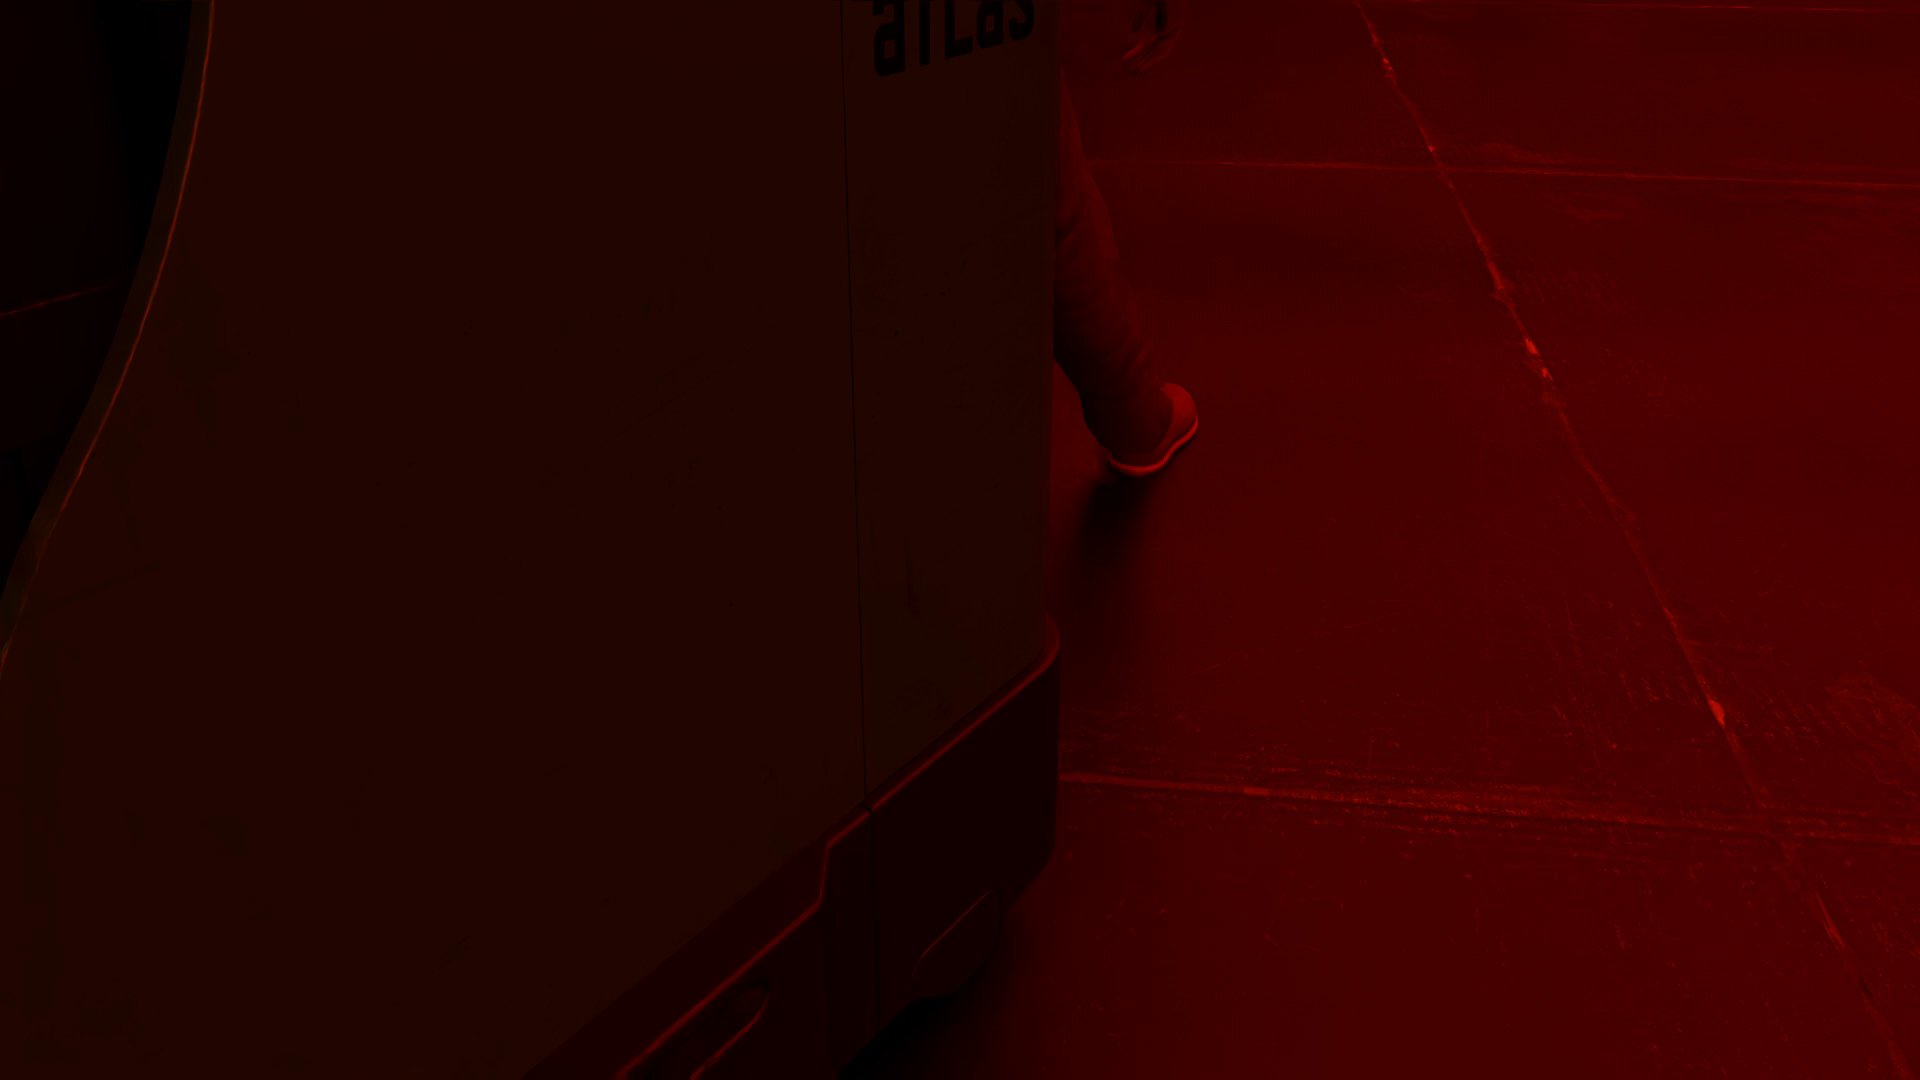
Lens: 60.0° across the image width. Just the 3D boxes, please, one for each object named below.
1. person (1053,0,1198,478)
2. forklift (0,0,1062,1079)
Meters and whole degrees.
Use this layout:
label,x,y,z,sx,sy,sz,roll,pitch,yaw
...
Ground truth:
label,x,y,z,sx,sy,sz,roll,pitch,yaw
person,0.029,-0.831,2.400,0.645,1.583,0.637,8,28,16
forklift,-1.141,-0.522,0.262,1.130,2.935,3.031,17,31,30
